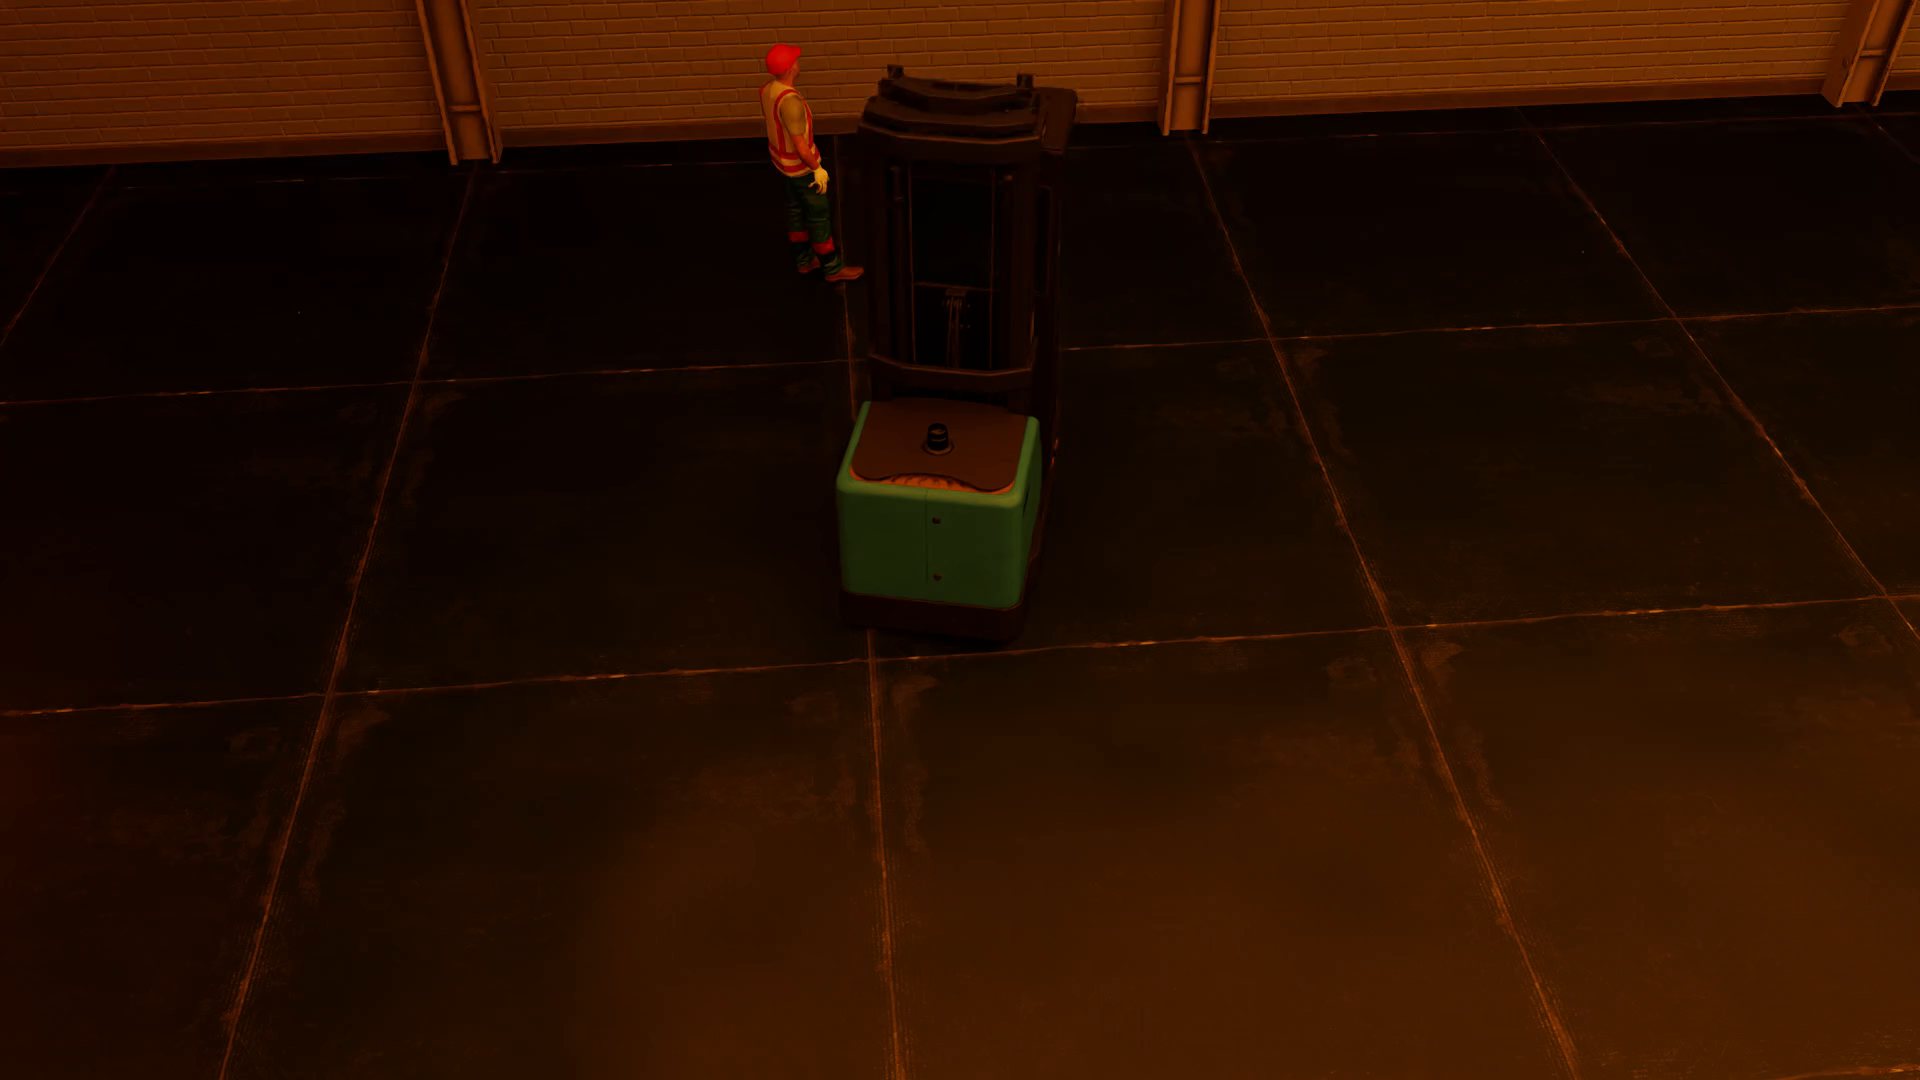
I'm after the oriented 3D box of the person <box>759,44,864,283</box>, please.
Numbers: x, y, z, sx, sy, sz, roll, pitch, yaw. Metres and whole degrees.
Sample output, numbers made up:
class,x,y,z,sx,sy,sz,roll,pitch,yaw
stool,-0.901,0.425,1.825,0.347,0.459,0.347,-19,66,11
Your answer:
class,x,y,z,sx,sy,sz,roll,pitch,yaw
person,-1.094,-2.733,12.001,0.565,1.787,0.639,-21,45,-22

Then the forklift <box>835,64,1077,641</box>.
class,x,y,z,sx,sy,sz,roll,pitch,yaw
forklift,0.051,-1.503,9.695,1.130,2.935,3.031,6,41,7
